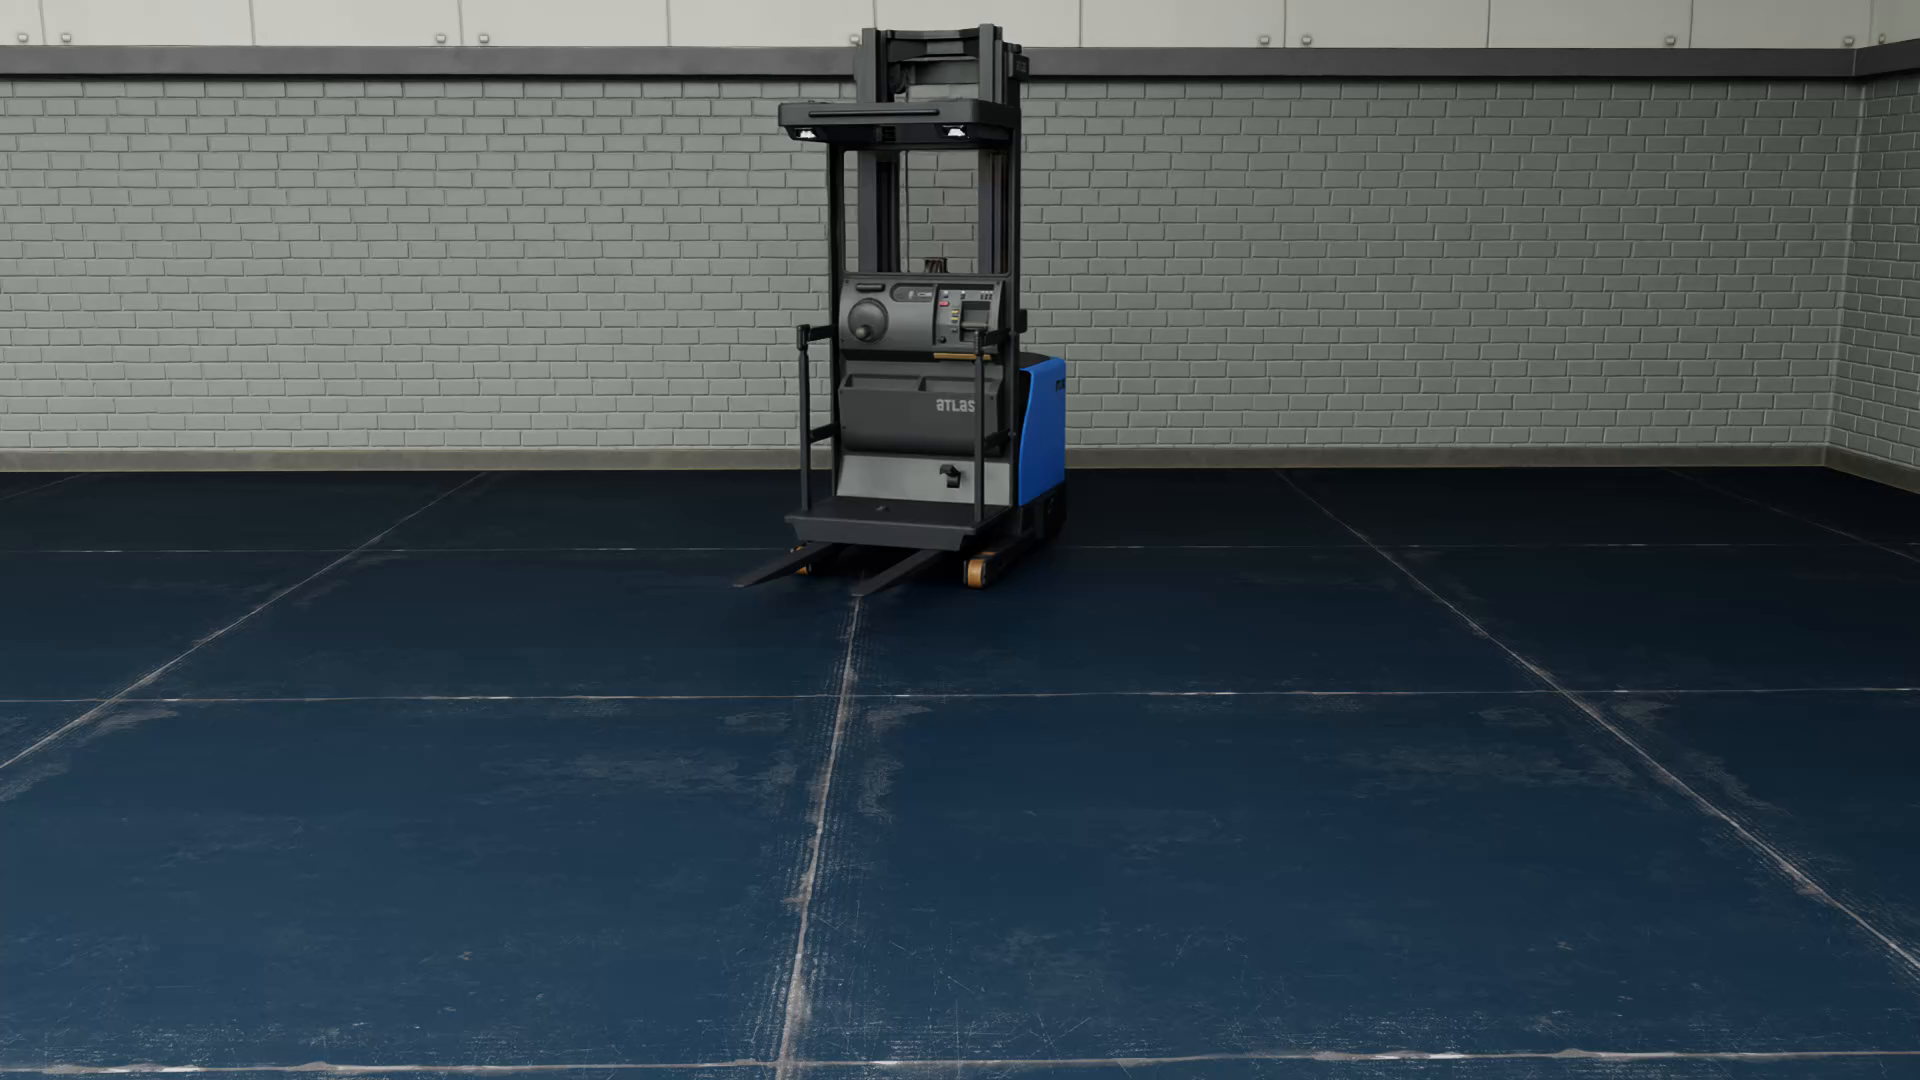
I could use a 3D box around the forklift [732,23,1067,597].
[{"bbox_3d":[-0.284,-1.267,8.934,1.130,2.935,3.031,4,12,18],"label":"forklift"}]
